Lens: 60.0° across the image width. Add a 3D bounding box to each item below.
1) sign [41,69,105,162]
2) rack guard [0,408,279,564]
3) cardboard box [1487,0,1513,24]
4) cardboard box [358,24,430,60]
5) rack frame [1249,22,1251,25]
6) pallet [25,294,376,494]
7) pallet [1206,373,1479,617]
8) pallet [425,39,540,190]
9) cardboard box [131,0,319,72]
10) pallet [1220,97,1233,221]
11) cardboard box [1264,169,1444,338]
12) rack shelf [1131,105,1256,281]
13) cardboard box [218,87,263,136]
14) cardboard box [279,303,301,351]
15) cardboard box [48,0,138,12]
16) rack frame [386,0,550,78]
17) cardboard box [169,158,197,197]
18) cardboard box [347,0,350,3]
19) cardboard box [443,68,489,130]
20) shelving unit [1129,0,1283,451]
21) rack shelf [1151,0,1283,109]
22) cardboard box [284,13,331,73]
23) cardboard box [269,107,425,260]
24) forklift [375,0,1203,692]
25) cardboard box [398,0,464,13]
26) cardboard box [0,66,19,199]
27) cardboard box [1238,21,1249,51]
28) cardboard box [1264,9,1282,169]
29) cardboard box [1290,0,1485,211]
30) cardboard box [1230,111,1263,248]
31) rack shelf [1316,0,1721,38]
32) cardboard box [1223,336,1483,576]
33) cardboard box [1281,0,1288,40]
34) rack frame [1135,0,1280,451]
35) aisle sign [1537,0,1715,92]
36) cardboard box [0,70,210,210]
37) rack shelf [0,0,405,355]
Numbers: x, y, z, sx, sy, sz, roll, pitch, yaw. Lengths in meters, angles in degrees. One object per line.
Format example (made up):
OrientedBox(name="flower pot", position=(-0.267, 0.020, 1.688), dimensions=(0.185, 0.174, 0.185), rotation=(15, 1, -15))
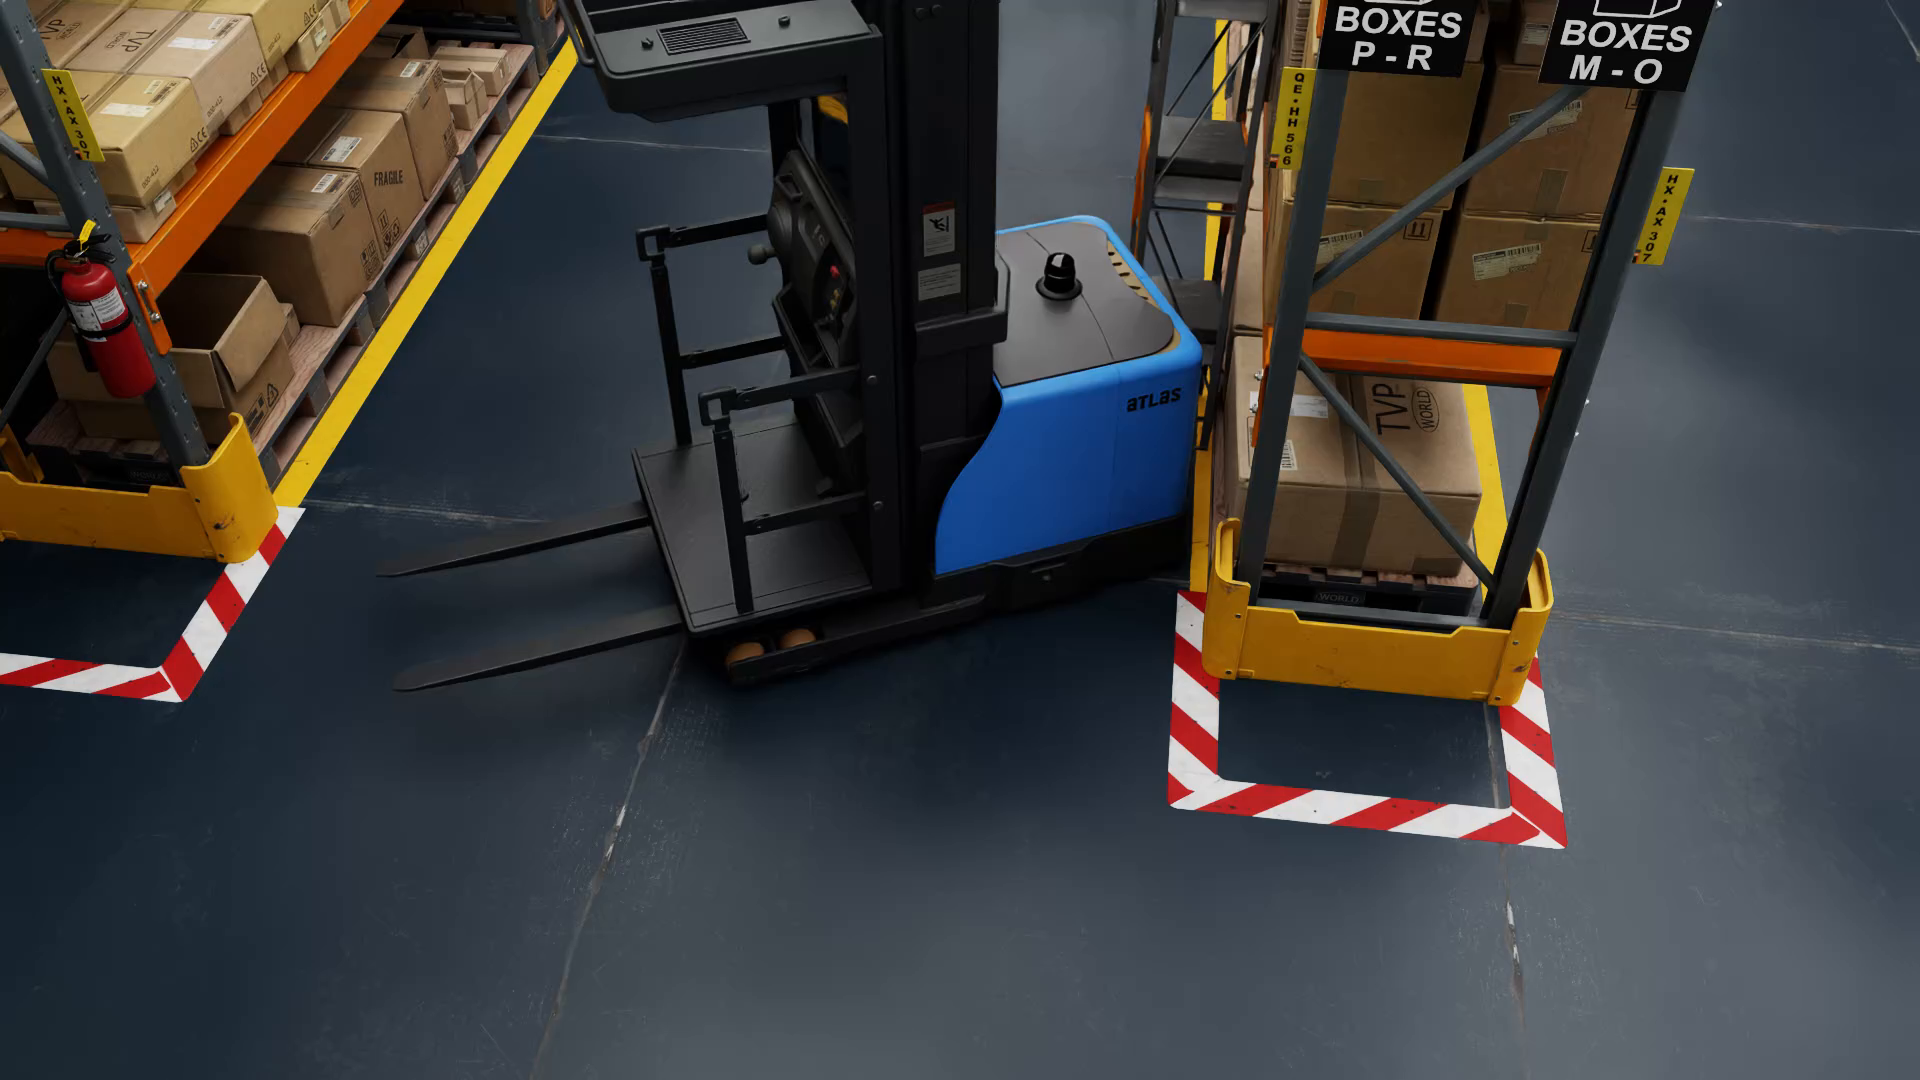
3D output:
OrientedBox(name="sign", position=(-2.875, -1.373, 5.389), dimensions=(0.100, 0.325, 0.005), rotation=(5, 44, 6))
OrientedBox(name="rack guard", position=(-3.403, -0.252, 6.653), dimensions=(1.175, 0.500, 0.348), rotation=(5, 44, 6))
OrientedBox(name="cardboard box", position=(1.793, -1.696, 5.088), dimensions=(0.380, 0.149, 0.250), rotation=(6, 44, 7))
OrientedBox(name="cardboard box", position=(-3.206, -2.581, 8.945), dimensions=(0.500, 0.311, 0.500), rotation=(7, 44, 7))
OrientedBox(name="rack frame", position=(2.036, -3.385, 8.144), dimensions=(1.000, 3.000, 0.127), rotation=(5, 44, 6))
OrientedBox(name="pallet", position=(-3.299, -0.691, 7.326), dimensions=(1.003, 0.211, 1.213), rotation=(5, 44, 6))
OrientedBox(name="pallet", position=(1.536, -0.199, 6.807), dimensions=(1.003, 0.211, 1.213), rotation=(5, 44, 6))
OrientedBox(name="pallet", position=(-2.976, -2.353, 9.082), dimensions=(1.003, 0.211, 1.213), rotation=(5, 44, 6))
OrientedBox(name="cardboard box", position=(-2.956, -2.136, 6.717), dimensions=(0.500, 0.250, 0.500), rotation=(4, 44, 5))
OrientedBox(name="pallet", position=(1.858, -1.862, 8.563), dimensions=(1.003, 0.211, 1.213), rotation=(5, 44, 6))
OrientedBox(name="cardboard box", position=(1.309, -1.048, 5.603), dimensions=(0.500, 0.500, 0.500), rotation=(5, 44, 6))
OrientedBox(name="rack shelf", position=(0.920, -1.391, 6.650), dimensions=(0.431, 0.518, 0.480), rotation=(5, 34, 2))
OrientedBox(name="cardboard box", position=(-3.016, -1.742, 6.591), dimensions=(0.380, 0.149, 0.250), rotation=(7, 44, 7))
OrientedBox(name="cardboard box", position=(-3.144, -0.920, 7.308), dimensions=(0.380, 0.149, 0.250), rotation=(4, 44, 4))
OrientedBox(name="cardboard box", position=(-3.476, -2.188, 6.771), dimensions=(0.500, 0.250, 0.500), rotation=(7, 44, 7))
OrientedBox(name="rack frame", position=(-2.884, -3.834, 8.618), dimensions=(1.000, 3.000, 0.127), rotation=(5, 44, 6))
OrientedBox(name="cardboard box", position=(-3.110, -1.393, 6.223), dimensions=(0.380, 0.149, 0.250), rotation=(6, 44, 7))
OrientedBox(name="cardboard box", position=(-2.898, -2.453, 7.341), dimensions=(0.380, 0.149, 0.250), rotation=(5, 44, 5))
OrientedBox(name="cardboard box", position=(-2.714, -2.344, 8.727), dimensions=(0.396, 0.266, 0.258), rotation=(7, 44, 7))
OrientedBox(name="shelving unit", position=(0.921, -1.403, 6.642), dimensions=(0.431, 2.100, 0.503), rotation=(5, 34, 2))
OrientedBox(name="rack shelf", position=(0.958, -1.972, 6.261), dimensions=(0.431, 0.518, 0.480), rotation=(5, 34, 2))
OrientedBox(name="cardboard box", position=(-2.878, -2.089, 6.958), dimensions=(0.380, 0.149, 0.250), rotation=(4, 44, 4))
OrientedBox(name="cardboard box", position=(-2.918, -1.691, 7.867), dimensions=(0.500, 0.500, 0.500), rotation=(6, 44, 6))
OrientedBox(name="forklift", position=(-0.686, -0.935, 5.606), dimensions=(3.031, 2.935, 1.130), rotation=(-14, 45, -14))
OrientedBox(name="cardboard box", position=(-3.113, -3.440, 9.714), dimensions=(0.500, 0.500, 0.500), rotation=(5, 44, 5))
OrientedBox(name="cardboard box", position=(-3.615, -1.499, 6.044), dimensions=(0.500, 0.250, 0.500), rotation=(6, 44, 7))
OrientedBox(name="cardboard box", position=(2.039, -3.196, 9.184), dimensions=(0.875, 0.875, 0.875), rotation=(6, 44, 7))
OrientedBox(name="cardboard box", position=(1.448, -1.741, 6.334), dimensions=(0.500, 0.500, 0.500), rotation=(6, 44, 7))
OrientedBox(name="cardboard box", position=(1.335, -1.409, 5.256), dimensions=(0.500, 0.500, 0.500), rotation=(7, 44, 7))
OrientedBox(name="cardboard box", position=(1.729, -1.579, 7.794), dimensions=(0.875, 0.438, 0.875), rotation=(4, 44, 4))
OrientedBox(name="rack shelf", position=(1.772, -2.850, 5.920), dimensions=(1.077, 0.370, 4.000), rotation=(5, 44, 6))
OrientedBox(name="cardboard box", position=(1.496, -0.340, 6.486), dimensions=(0.875, 0.438, 0.875), rotation=(4, 44, 4))
OrientedBox(name="cardboard box", position=(1.444, -2.105, 5.991), dimensions=(0.500, 0.500, 0.500), rotation=(5, 44, 5))
OrientedBox(name="rack frame", position=(0.902, -1.268, 6.439), dimensions=(0.400, 2.100, 0.015), rotation=(5, 34, 2))
OrientedBox(name="aisle sign", position=(1.785, -1.528, 4.291), dimensions=(0.394, 0.787, 0.004), rotation=(5, 44, 6))
OrientedBox(name="cardboard box", position=(-3.086, -1.446, 5.989), dimensions=(0.500, 0.250, 0.500), rotation=(5, 44, 6))
OrientedBox(name="rack shelf", position=(-3.149, -2.210, 7.425), dimensions=(1.077, 0.370, 4.000), rotation=(5, 44, 6))
